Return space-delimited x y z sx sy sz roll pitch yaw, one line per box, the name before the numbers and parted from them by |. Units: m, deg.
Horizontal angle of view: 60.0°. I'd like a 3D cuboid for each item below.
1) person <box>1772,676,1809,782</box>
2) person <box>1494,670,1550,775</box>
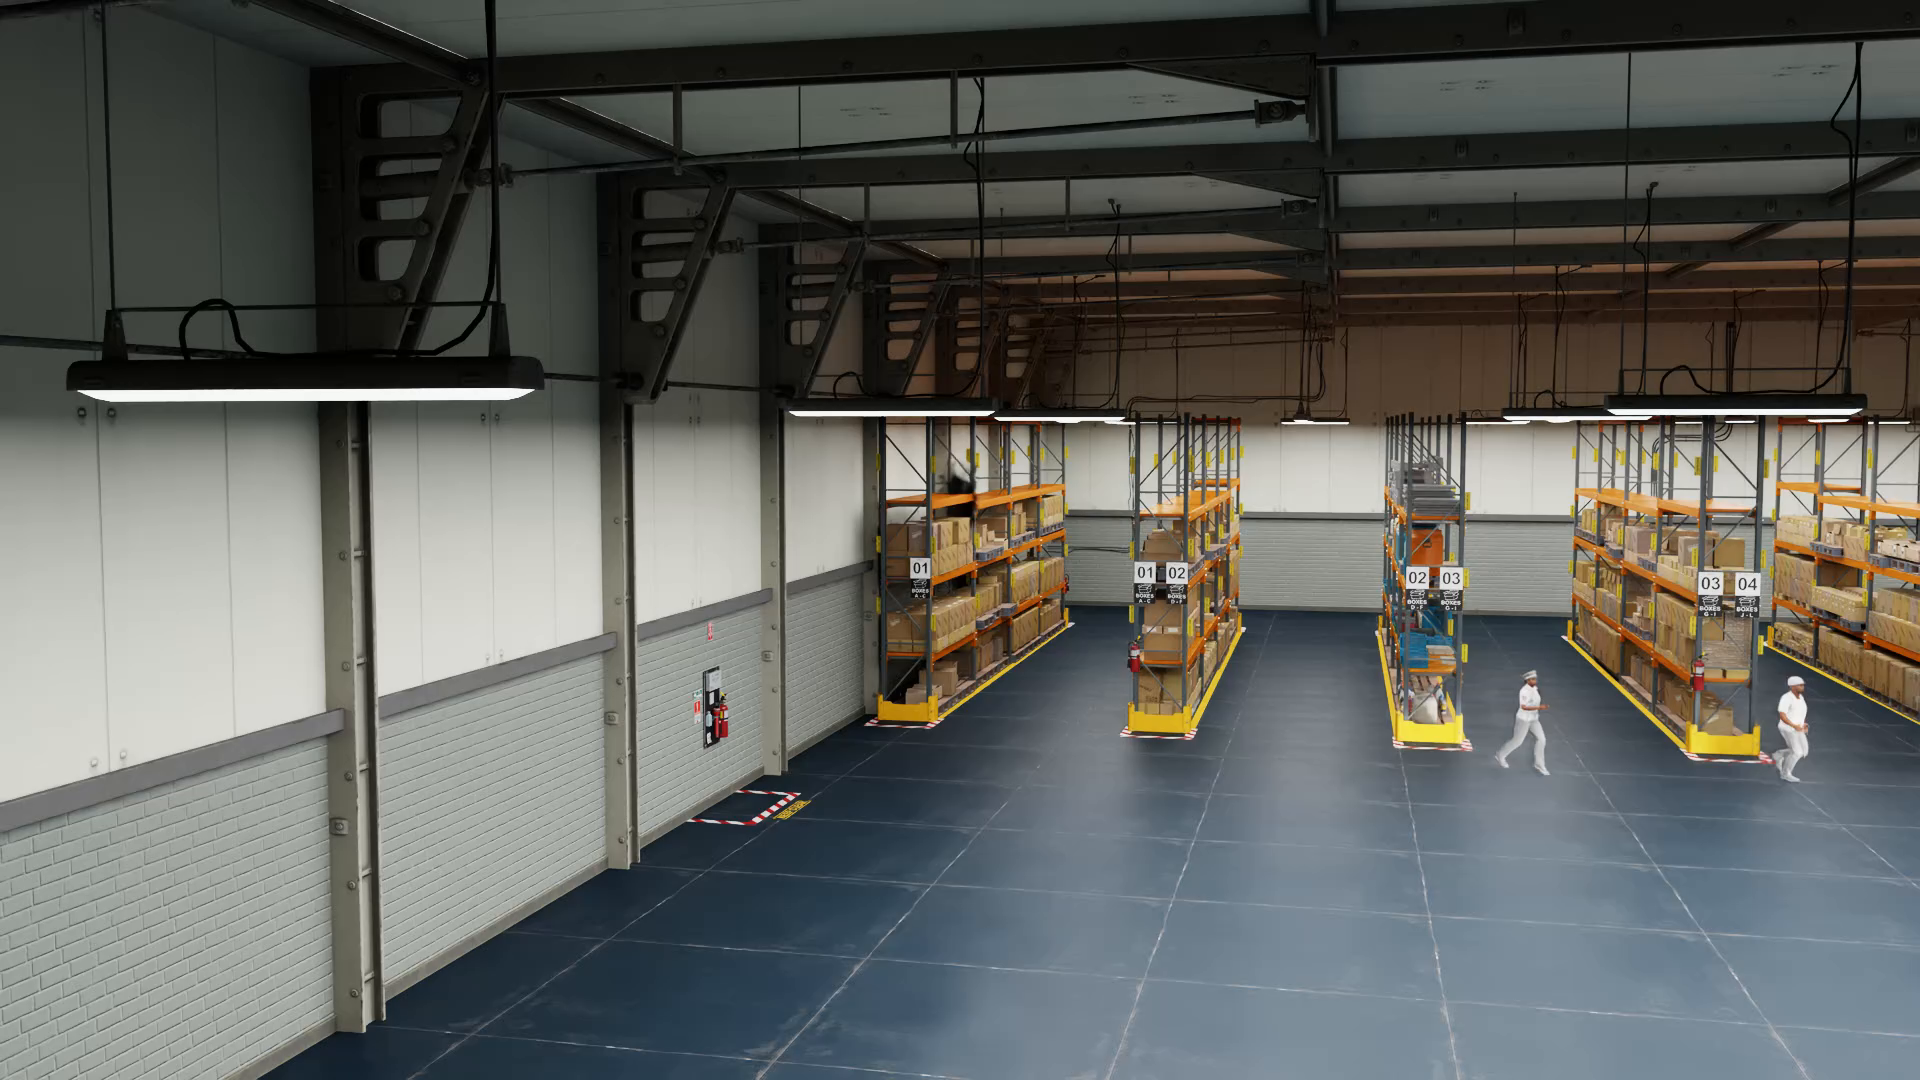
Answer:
person | 13.462 3.050 26.945 0.686 1.707 0.624 -3 5 -41
person | 9.390 3.008 27.657 0.588 1.742 0.895 -3 5 -41
